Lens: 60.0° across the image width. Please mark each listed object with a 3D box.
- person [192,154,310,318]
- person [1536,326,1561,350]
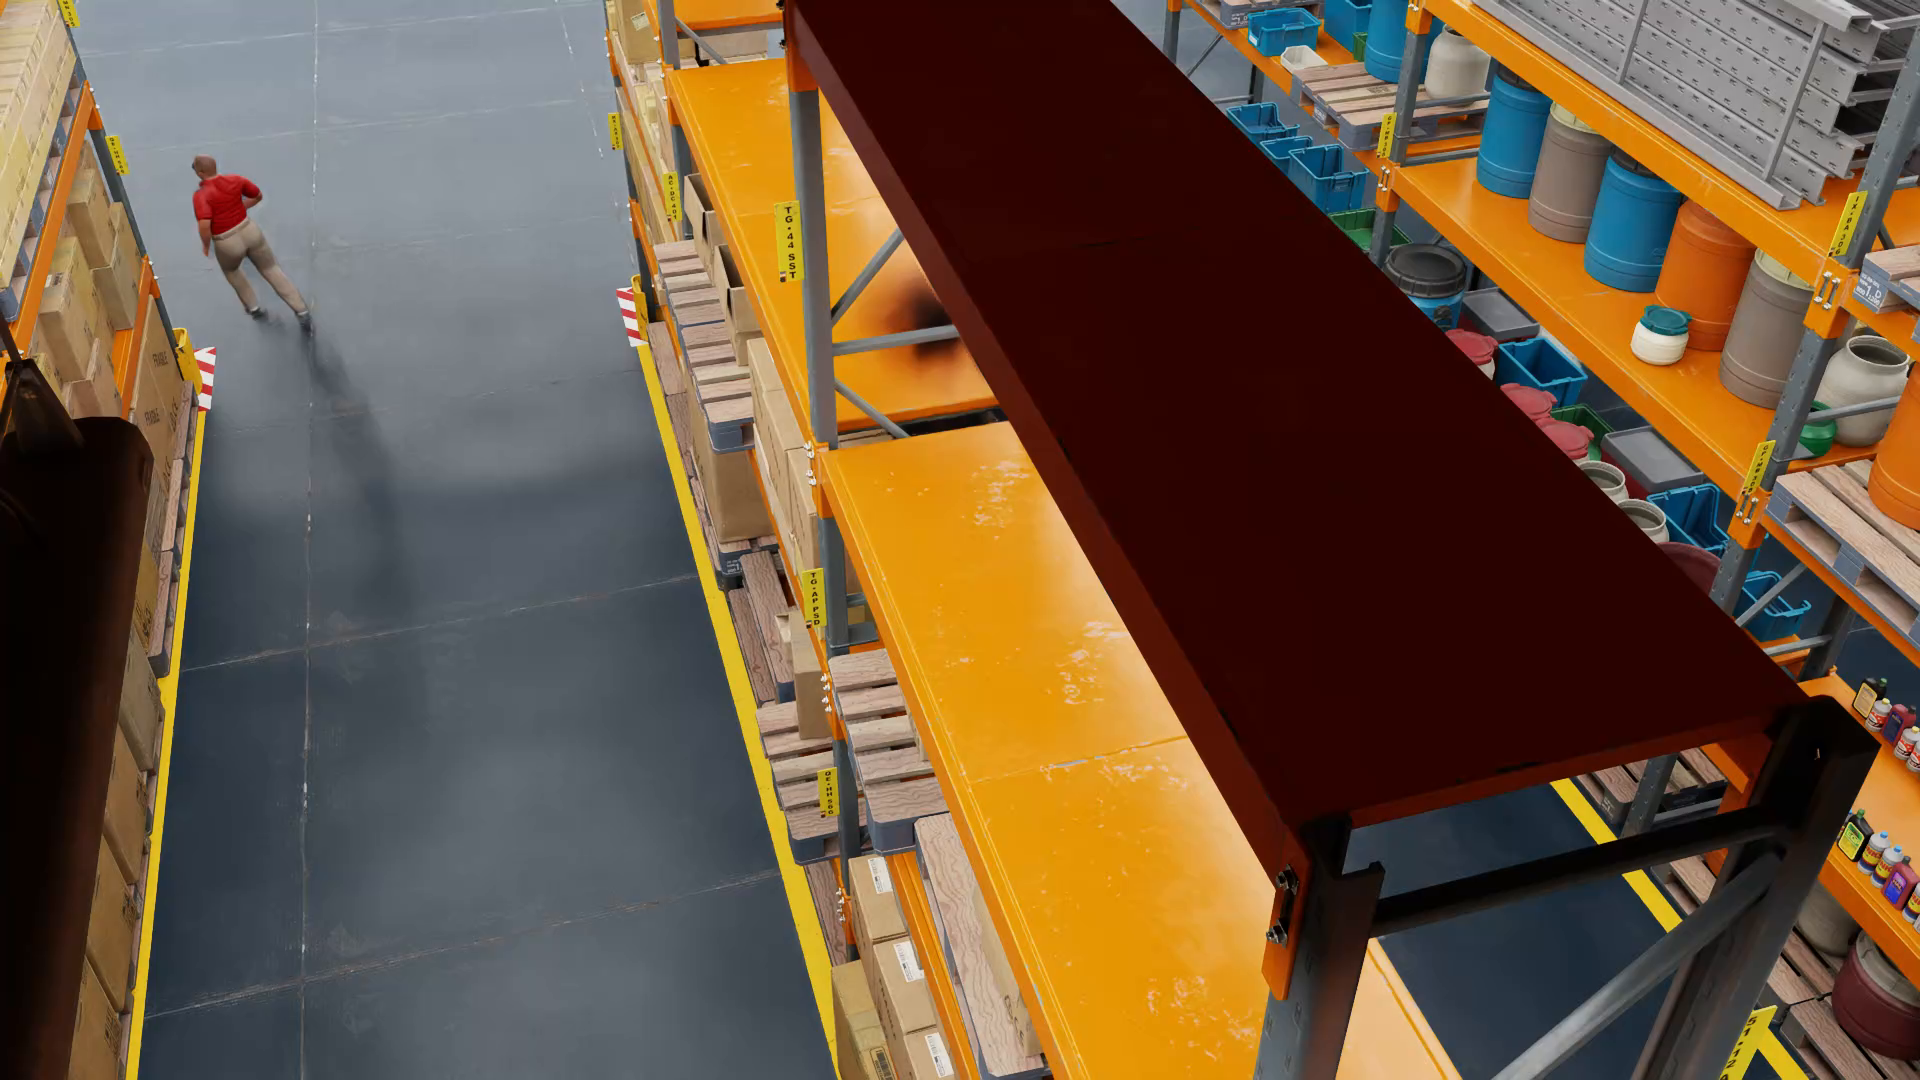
[{"bbox_3d":[-6.444,-2.611,14.827,0.854,1.684,0.742,28,46,31],"label":"person"},{"bbox_3d":[4.986,-2.300,14.323,0.719,1.744,0.883,-21,43,-24],"label":"person"}]
